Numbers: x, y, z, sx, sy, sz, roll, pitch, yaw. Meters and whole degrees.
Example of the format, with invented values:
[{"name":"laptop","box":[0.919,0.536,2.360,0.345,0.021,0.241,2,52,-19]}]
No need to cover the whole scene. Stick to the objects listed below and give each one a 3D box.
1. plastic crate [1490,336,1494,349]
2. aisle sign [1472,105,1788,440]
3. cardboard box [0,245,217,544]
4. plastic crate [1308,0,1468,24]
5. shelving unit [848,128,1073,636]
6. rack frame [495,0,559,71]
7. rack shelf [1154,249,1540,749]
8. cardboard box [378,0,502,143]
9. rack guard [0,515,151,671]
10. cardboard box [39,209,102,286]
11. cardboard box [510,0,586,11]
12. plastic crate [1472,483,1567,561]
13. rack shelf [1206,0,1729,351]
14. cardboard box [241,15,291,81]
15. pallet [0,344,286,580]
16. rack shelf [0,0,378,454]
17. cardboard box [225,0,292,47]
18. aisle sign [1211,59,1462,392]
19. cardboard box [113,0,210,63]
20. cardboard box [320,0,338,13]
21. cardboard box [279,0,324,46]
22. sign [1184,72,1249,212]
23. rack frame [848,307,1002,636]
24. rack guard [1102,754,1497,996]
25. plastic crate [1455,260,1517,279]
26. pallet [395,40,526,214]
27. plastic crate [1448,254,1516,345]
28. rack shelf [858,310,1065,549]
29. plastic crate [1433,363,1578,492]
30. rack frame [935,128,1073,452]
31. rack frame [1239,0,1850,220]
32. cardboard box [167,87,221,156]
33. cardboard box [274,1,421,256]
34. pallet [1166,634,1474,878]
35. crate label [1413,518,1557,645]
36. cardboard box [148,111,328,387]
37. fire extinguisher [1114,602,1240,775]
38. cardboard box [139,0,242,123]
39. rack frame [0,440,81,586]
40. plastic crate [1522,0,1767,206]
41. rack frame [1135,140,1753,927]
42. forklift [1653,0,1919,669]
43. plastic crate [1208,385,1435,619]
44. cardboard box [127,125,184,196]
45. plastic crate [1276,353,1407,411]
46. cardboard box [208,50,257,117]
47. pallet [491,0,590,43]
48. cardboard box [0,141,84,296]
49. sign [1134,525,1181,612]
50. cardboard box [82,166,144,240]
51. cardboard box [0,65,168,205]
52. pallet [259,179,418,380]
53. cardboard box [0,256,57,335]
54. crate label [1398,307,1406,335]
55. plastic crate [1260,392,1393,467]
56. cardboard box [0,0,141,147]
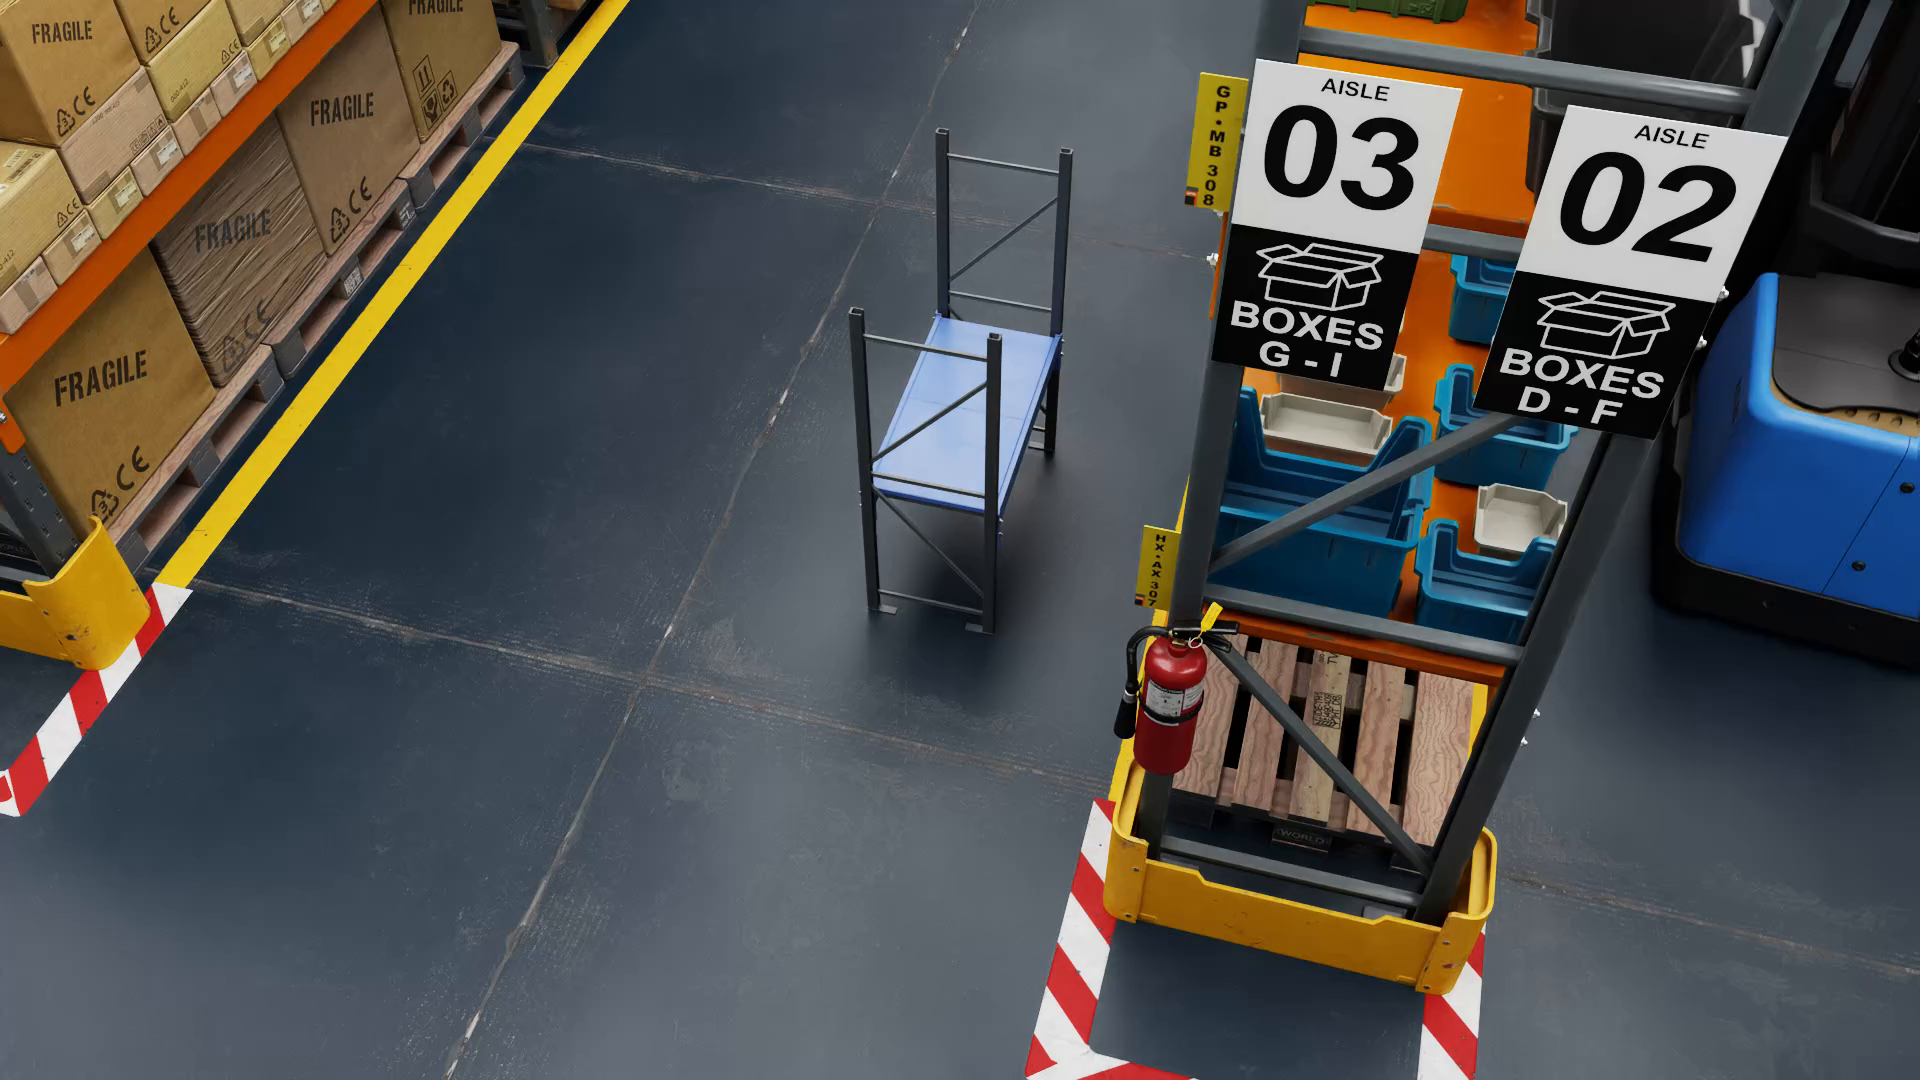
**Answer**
[{"name":"plastic crate","box":[1.793,-0.522,5.265,0.250,0.136,0.298,12,50,10]},{"name":"aisle sign","box":[1.336,-0.519,3.392,0.394,0.787,0.004,12,50,10]},{"name":"cardboard box","box":[-3.619,-0.661,6.389,0.875,0.875,0.875,12,50,10]},{"name":"plastic crate","box":[1.052,-1.462,4.099,0.450,0.188,0.336,12,50,10]},{"name":"shelving unit","box":[0.022,-0.558,6.161,0.538,1.500,1.048,12,50,10]},{"name":"rack frame","box":[-2.657,-3.640,7.881,1.000,3.000,0.127,12,50,10]},{"name":"rack shelf","box":[1.594,-0.978,6.011,1.077,0.370,4.000,12,50,10]},{"name":"cardboard box","box":[-2.908,-2.614,8.113,0.875,0.875,0.875,12,50,10]},{"name":"rack guard","box":[-3.717,0.098,6.249,1.175,0.500,0.348,12,50,10]},{"name":"cardboard box","box":[-3.232,-1.041,5.755,0.380,0.149,0.250,11,49,9]},{"name":"cardboard box","box":[-2.508,-3.543,8.932,1.225,0.875,0.875,12,50,10]},{"name":"plastic crate","box":[1.615,-0.031,4.832,0.250,0.136,0.298,12,50,10]},{"name":"rack shelf","box":[1.594,-1.971,4.887,1.077,0.370,4.000,12,50,10]},{"name":"cardboard box","box":[-2.895,-1.968,6.573,0.380,0.149,0.250,10,49,9]},{"name":"pallet","box":[-3.575,-0.418,6.897,1.003,0.211,1.213,12,50,10]},{"name":"rack shelf","box":[-3.184,-1.955,6.874,1.077,0.370,4.000,12,50,10]},{"name":"cardboard box","box":[-2.925,-2.208,6.519,0.500,0.250,0.500,11,49,9]},{"name":"aisle sign","box":[0.766,-0.635,3.495,0.394,0.787,0.004,12,50,10]},{"name":"cardboard box","box":[-3.061,-2.075,5.901,0.500,0.500,0.500,10,49,9]},{"name":"cardboard box","box":[-2.760,-2.342,6.903,0.380,0.149,0.250,11,49,9]},{"name":"cardboard box","box":[-2.828,-2.158,6.741,0.380,0.149,0.250,12,50,11]},{"name":"sign","box":[0.533,-0.824,3.465,0.100,0.325,0.005,12,50,10]},{"name":"rack frame","box":[-0.111,-0.190,5.836,0.500,1.500,0.032,12,50,10]},{"name":"rack guard","box":[1.074,1.078,5.384,1.175,0.500,0.348,12,50,10]},{"name":"plastic crate","box":[1.876,-1.017,5.637,0.416,0.233,0.300,12,50,10]},{"name":"pallet","box":[-2.933,-2.183,8.455,1.003,0.211,1.213,12,50,10]},{"name":"plastic crate","box":[1.797,-0.800,5.446,0.416,0.233,0.300,12,50,10]},{"name":"rack shelf","box":[0.022,-0.439,6.296,0.538,0.185,1.000,12,50,10]},{"name":"plastic crate","box":[1.624,-0.324,5.026,0.416,0.233,0.300,12,50,10]},{"name":"rack frame","box":[0.156,-0.926,6.486,0.500,1.500,0.032,12,50,10]},{"name":"rack frame","box":[1.068,-1.755,2.215,1.000,3.000,0.127,12,50,10]},{"name":"cardboard box","box":[-3.030,-1.599,6.247,0.380,0.149,0.250,11,49,9]},{"name":"cardboard box","box":[-3.145,-1.963,7.538,0.875,0.875,0.875,12,50,10]},{"name":"pallet","box":[1.323,0.564,6.030,1.003,0.211,1.213,12,50,10]},{"name":"crate label","box":[1.451,0.152,4.605,0.416,0.233,0.303,12,50,10]},{"name":"cardboard box","box":[-3.379,-1.320,6.970,0.875,0.875,0.875,12,50,10]},{"name":"fire extinguisher","box":[0.590,0.399,4.616,0.296,0.674,0.183,12,50,10]},{"name":"cardboard box","box":[-3.057,-1.830,6.185,0.500,0.250,0.500,10,49,9]},{"name":"rack frame","box":[-3.710,-0.747,5.327,1.000,3.000,0.127,12,50,10]},{"name":"plastic crate","box":[1.438,-0.942,3.586,0.497,0.269,0.590,12,50,10]},{"name":"rack frame","box":[1.068,0.231,4.465,1.000,3.000,0.127,12,50,10]},{"name":"forklift","box":[3.677,-1.619,6.143,1.130,2.935,3.031,16,50,13]},{"name":"plastic crate","box":[0.976,-0.080,4.675,0.616,0.435,0.499,12,50,10]},{"name":"cardboard box","box":[-3.098,-1.415,6.085,0.380,0.149,0.250,11,49,9]},{"name":"plastic crate","box":[1.198,-0.534,5.276,0.396,0.136,0.243,12,50,10]},{"name":"cardboard box","box":[-2.962,-1.786,6.412,0.380,0.149,0.250,11,50,10]},{"name":"pallet","box":[-2.527,-3.290,9.432,1.003,0.211,1.213,12,50,10]},{"name":"cardboard box","box":[-3.323,-1.090,5.531,0.500,0.250,0.500,10,49,9]},{"name":"sign","box":[0.533,0.080,4.489,0.100,0.325,0.005,12,50,10]},{"name":"cardboard box","box":[-3.165,-1.227,5.918,0.380,0.149,0.250,11,49,9]},{"name":"cardboard box","box":[-3.193,-1.467,5.864,0.500,0.250,0.500,11,49,10]},{"name":"pallet","box":[-3.252,-1.298,7.673,1.003,0.211,1.213,12,50,10]},{"name":"cardboard box","box":[-3.298,-0.855,5.591,0.380,0.149,0.250,12,50,10]},{"name":"crate label","box":[1.248,-0.741,5.458,0.396,0.136,0.243,12,50,10]},{"name":"plastic crate","box":[1.108,-0.328,5.093,0.396,0.136,0.243,12,50,10]},{"name":"cardboard box","box":[-3.192,-1.699,5.570,0.500,0.500,0.500,10,49,9]}]
